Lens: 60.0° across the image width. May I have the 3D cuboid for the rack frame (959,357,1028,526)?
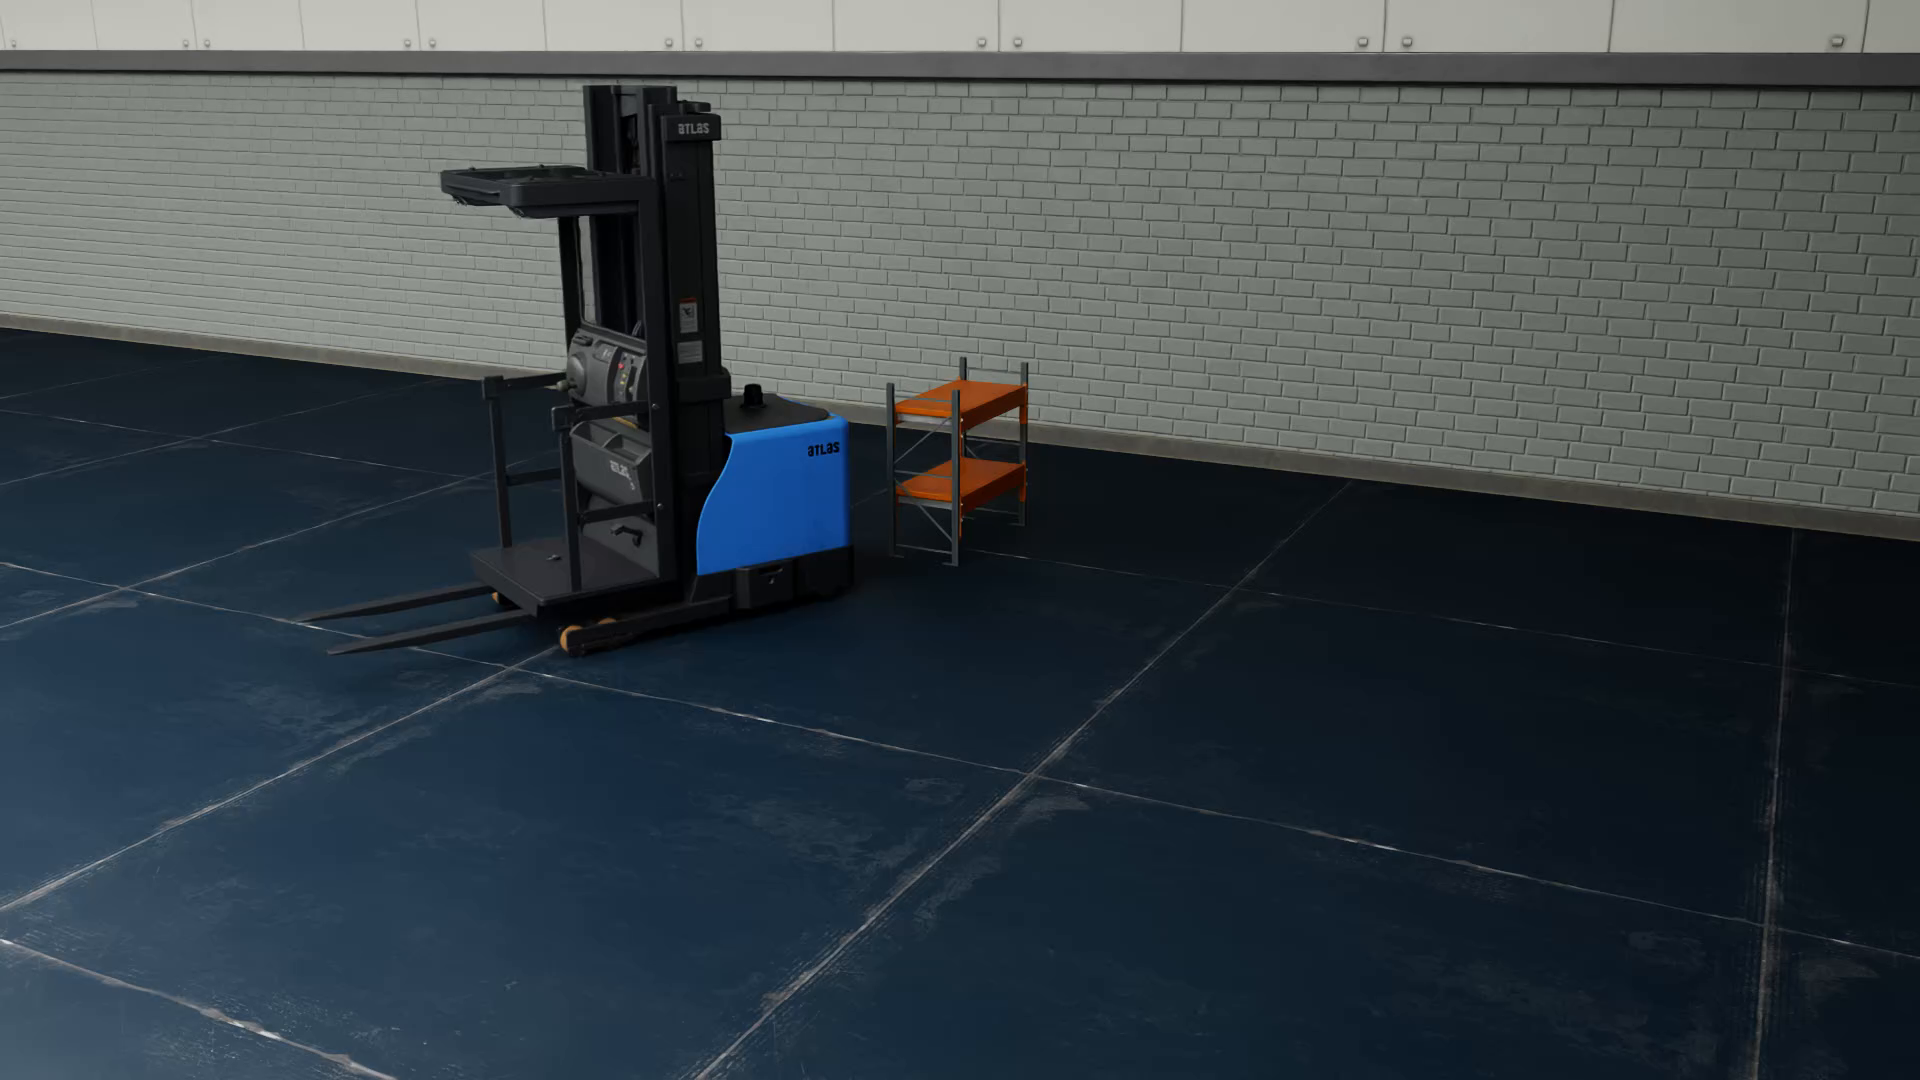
[{"bbox_3d":[0.224,-0.667,11.294,0.500,1.125,0.032,8,18,25],"label":"rack frame"}]

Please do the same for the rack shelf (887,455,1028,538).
[{"bbox_3d":[-0.003,-0.303,10.928,0.538,0.278,1.000,8,18,25],"label":"rack shelf"}]

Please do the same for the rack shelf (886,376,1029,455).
[{"bbox_3d":[-0.003,-0.818,10.775,0.538,0.278,1.000,8,18,25],"label":"rack shelf"}]

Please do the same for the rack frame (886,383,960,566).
[{"bbox_3d":[-0.230,-0.408,10.422,0.500,1.125,0.032,8,18,25],"label":"rack frame"}]

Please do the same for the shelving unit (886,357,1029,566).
[{"bbox_3d":[-0.003,-0.538,10.858,0.538,1.125,1.048,8,18,25],"label":"shelving unit"}]

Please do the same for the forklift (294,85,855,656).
[{"bbox_3d":[-2.122,-0.951,9.077,3.031,2.935,1.130,-12,20,-34],"label":"forklift"}]
